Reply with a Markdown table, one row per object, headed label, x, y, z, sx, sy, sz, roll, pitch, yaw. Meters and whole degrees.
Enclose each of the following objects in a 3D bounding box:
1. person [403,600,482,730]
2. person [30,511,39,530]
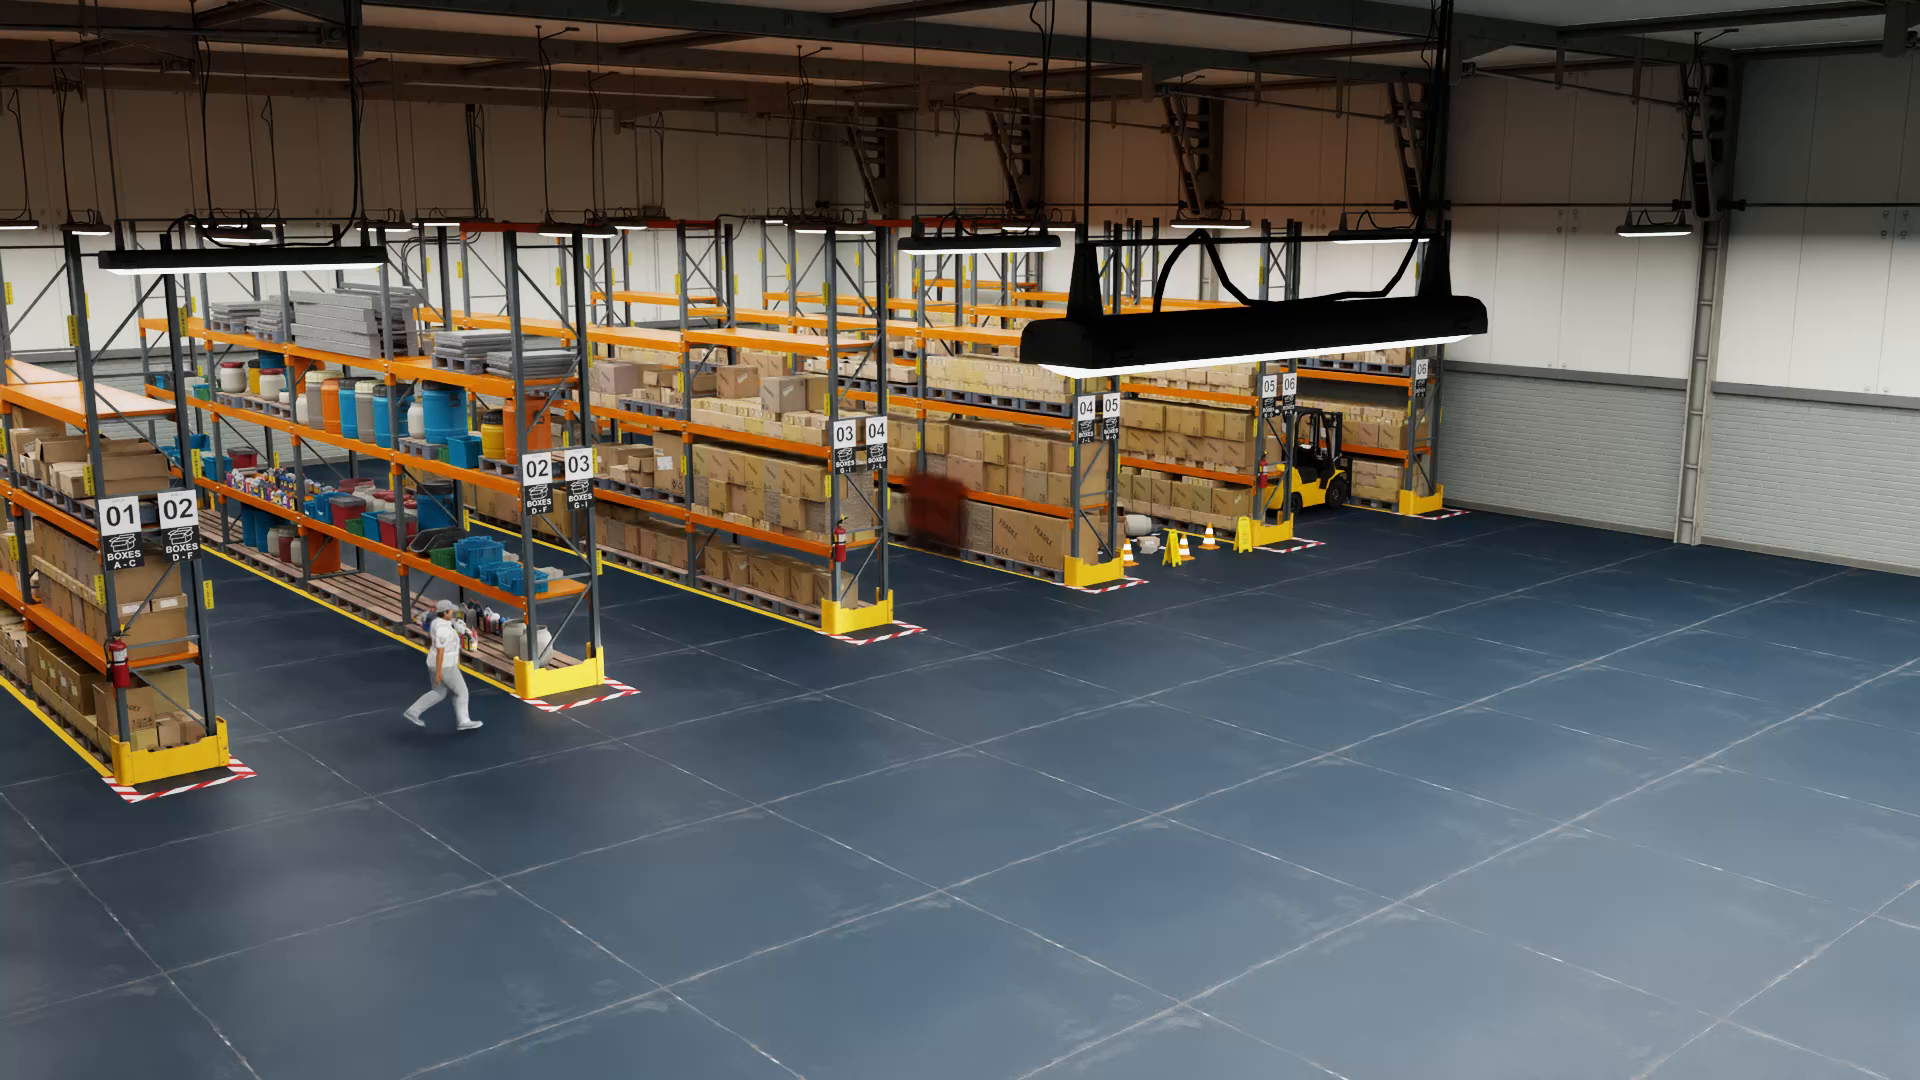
| label | x | y | z | sx | sy | sz | roll | pitch | yaw |
| --- | --- | --- | --- | --- | --- | --- | --- | --- | --- |
| person | -6.309 | 1.525 | 20.151 | 0.908 | 1.625 | 0.506 | -5 | 12 | -24 |
| person | -17.541 | -0.852 | 31.601 | 0.575 | 1.783 | 0.591 | 2 | 12 | 12 |
